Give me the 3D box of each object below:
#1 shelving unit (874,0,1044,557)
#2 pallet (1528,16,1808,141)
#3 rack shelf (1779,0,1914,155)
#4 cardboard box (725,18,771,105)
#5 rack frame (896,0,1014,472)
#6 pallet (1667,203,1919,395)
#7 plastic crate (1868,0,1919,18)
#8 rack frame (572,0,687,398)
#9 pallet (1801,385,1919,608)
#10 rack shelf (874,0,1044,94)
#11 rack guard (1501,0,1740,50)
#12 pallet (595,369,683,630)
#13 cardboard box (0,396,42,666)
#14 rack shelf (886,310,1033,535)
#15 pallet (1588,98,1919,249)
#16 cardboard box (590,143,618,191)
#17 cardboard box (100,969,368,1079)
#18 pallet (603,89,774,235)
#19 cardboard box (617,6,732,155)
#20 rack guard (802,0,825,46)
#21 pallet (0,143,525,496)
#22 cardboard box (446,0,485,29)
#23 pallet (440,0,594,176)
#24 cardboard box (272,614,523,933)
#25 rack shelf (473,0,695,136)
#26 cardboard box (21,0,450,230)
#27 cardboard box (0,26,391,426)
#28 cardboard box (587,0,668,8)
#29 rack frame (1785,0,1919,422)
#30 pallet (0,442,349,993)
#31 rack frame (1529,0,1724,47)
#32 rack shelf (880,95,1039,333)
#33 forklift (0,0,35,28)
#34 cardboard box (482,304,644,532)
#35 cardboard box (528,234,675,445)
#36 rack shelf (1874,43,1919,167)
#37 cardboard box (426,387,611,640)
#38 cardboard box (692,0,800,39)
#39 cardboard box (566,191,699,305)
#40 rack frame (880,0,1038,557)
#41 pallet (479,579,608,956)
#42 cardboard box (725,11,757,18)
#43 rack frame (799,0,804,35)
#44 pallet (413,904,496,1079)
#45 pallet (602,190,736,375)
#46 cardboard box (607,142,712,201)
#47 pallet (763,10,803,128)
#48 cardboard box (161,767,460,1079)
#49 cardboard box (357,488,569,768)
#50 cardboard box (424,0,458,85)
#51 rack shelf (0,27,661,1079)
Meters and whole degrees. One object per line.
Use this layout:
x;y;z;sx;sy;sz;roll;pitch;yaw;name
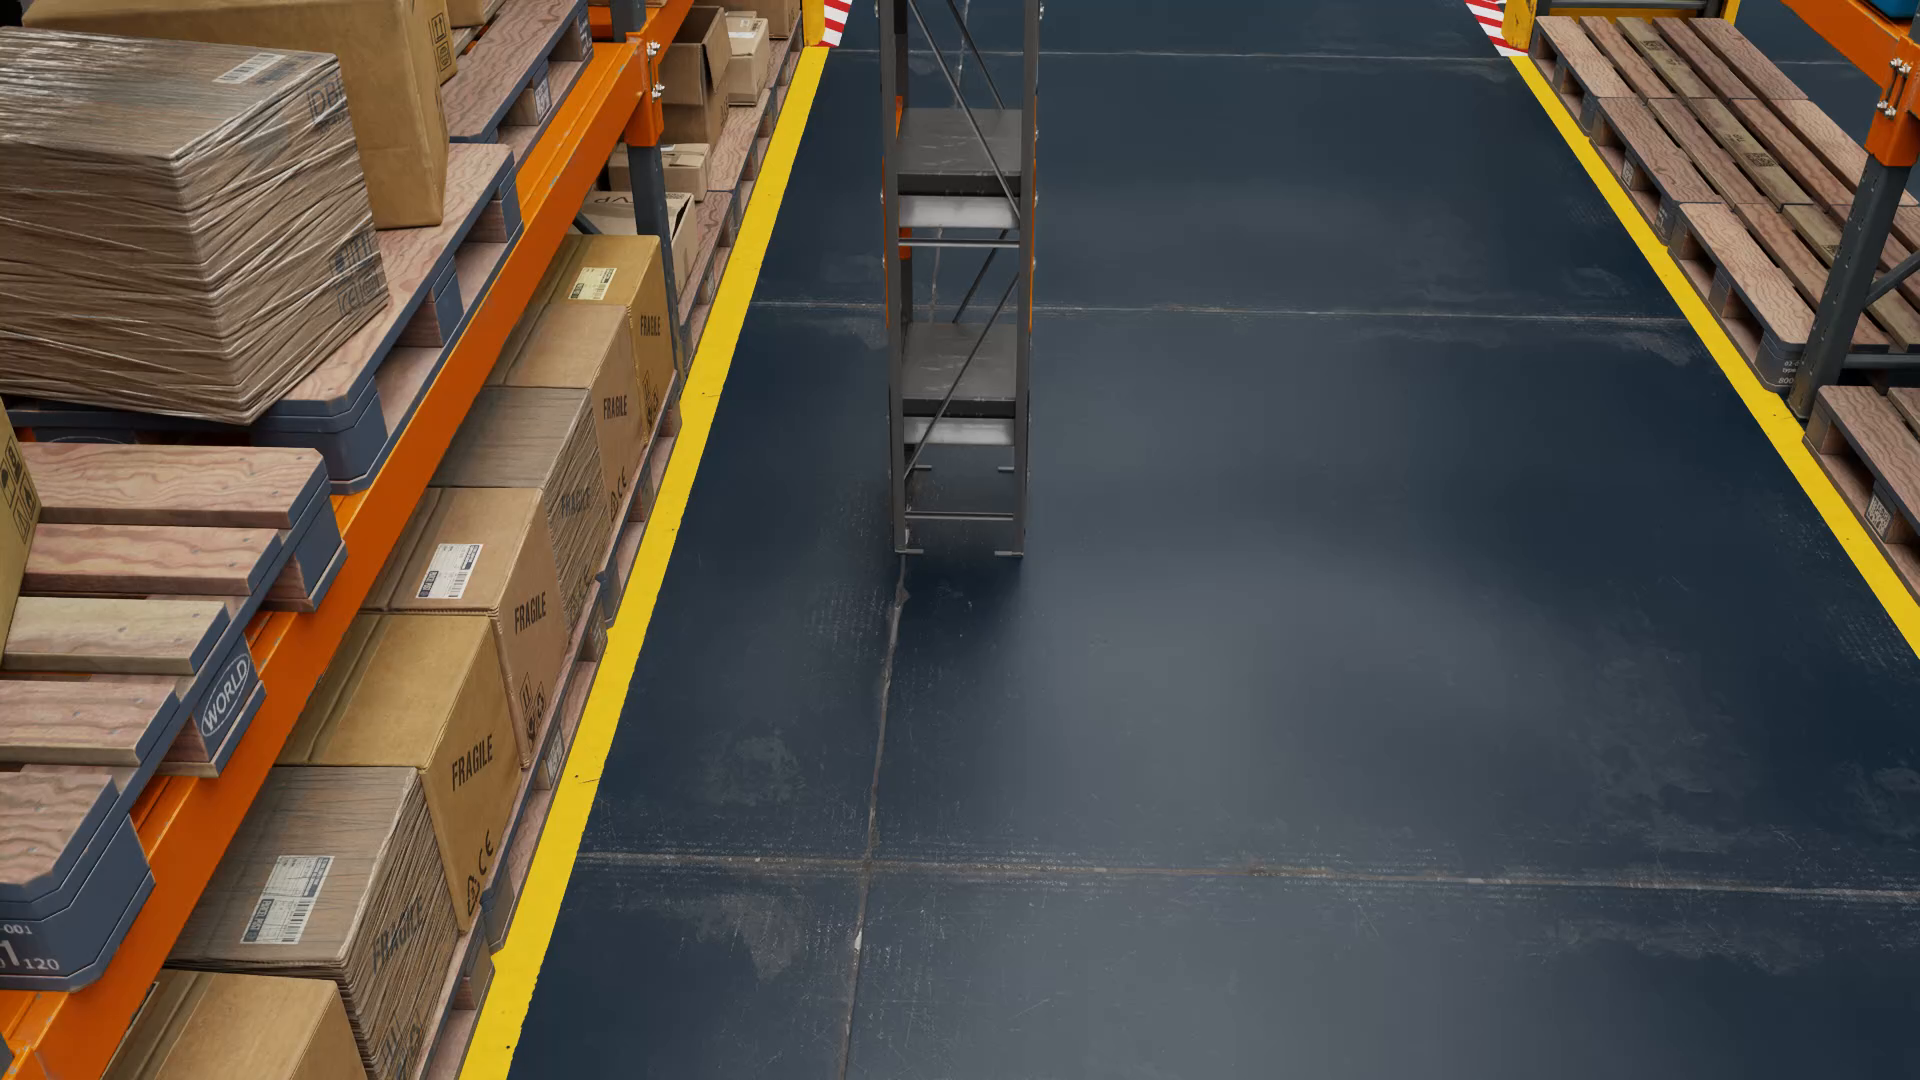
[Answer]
0.007;-0.954;4.782;0.431;2.100;0.503;1;35;2;shelving unit
3.536;-2.352;8.413;1.003;0.211;1.213;1;35;2;pallet
3.528;-2.522;6.856;1.077;0.370;4.000;1;35;2;rack shelf
-1.185;-2.274;7.886;0.500;0.250;0.500;1;35;2;cardboard box
0.016;-1.094;4.981;0.400;2.100;0.015;1;35;2;rack frame
3.438;-0.950;6.418;1.003;0.211;1.213;1;35;2;pallet
3.126;-1.962;5.394;0.392;0.384;0.575;1;35;2;plastic crate
-1.502;-1.784;5.180;1.000;3.000;0.127;1;35;2;rack frame
3.375;-0.084;5.186;1.003;0.211;1.213;1;35;2;pallet
0.007;-1.516;4.387;0.431;0.518;0.480;1;35;2;rack shelf
3.596;-2.957;9.023;1.175;0.500;0.348;1;35;2;rack guard
-1.496;-0.175;5.315;1.003;0.211;1.213;1;35;2;pallet
-1.750;-0.063;2.279;0.700;0.500;0.500;-10;36;-14;cardboard box
0.007;-0.370;5.192;0.431;0.518;0.480;1;35;2;rack shelf
3.485;-1.653;7.418;1.003;0.211;1.213;1;35;2;pallet
-1.732;-1.629;6.915;0.500;0.311;0.500;1;35;2;cardboard box
-1.358;1.102;2.865;0.500;0.500;0.500;3;35;4;cardboard box
-1.427;-1.740;7.543;1.003;0.211;1.213;1;35;2;pallet
-1.431;-2.022;7.307;0.797;0.503;0.637;1;35;2;cardboard box
-1.344;-3.016;9.106;1.175;0.500;0.348;1;35;2;rack guard
-1.589;-0.525;3.555;1.003;0.211;1.213;1;35;2;pallet
-1.744;-1.730;4.650;0.700;0.500;0.500;-10;36;-14;cardboard box
-1.643;-1.249;4.585;1.003;0.211;1.213;1;35;2;pallet
-1.318;0.513;3.703;0.500;0.500;0.500;1;35;1;cardboard box
-1.421;-2.639;7.022;1.077;0.370;4.000;1;35;2;rack shelf
-1.511;-0.980;3.584;0.700;0.500;0.500;-7;36;-10;cardboard box
-1.522;-0.584;3.020;0.700;0.500;0.500;8;36;11;cardboard box
-1.209;-2.111;5.559;0.500;0.500;0.500;2;35;3;cardboard box
3.448;-1.667;5.014;1.000;3.000;0.127;1;35;2;rack frame
-1.705;0.202;2.521;1.213;0.211;1.003;1;35;2;pallet
3.608;-3.966;8.284;1.000;3.000;0.127;1;35;2;rack frame
0.007;-0.943;4.789;0.431;0.518;0.480;1;35;2;rack shelf
-3.827;-1.733;5.166;1.130;2.935;3.031;7;36;10;forklift
-1.263;-0.367;4.955;0.500;0.500;0.500;1;35;2;cardboard box
-1.235;-0.651;5.359;0.500;0.500;0.500;1;35;2;cardboard box
3.367;-0.224;3.586;1.077;0.370;4.000;1;35;2;rack shelf
-1.284;-0.079;4.545;0.500;0.500;0.500;2;35;2;cardboard box
-1.117;-2.921;8.589;0.500;0.500;0.500;1;35;2;cardboard box
-1.269;-1.100;6.162;0.500;0.311;0.500;1;35;2;cardboard box
-0.003;-0.814;4.582;0.400;2.100;0.015;1;35;2;rack frame
-1.543;0.528;4.315;1.003;0.211;1.213;1;35;2;pallet
-1.223;-2.554;8.357;0.380;0.166;0.250;1;35;2;cardboard box
-1.341;-4.082;8.450;1.000;3.000;0.127;1;35;2;rack frame
-1.594;1.227;3.321;1.003;0.211;1.213;1;35;2;pallet
-1.473;-1.038;6.543;1.003;0.211;1.213;1;35;2;pallet
-1.244;-1.538;6.911;0.380;0.166;0.250;1;35;2;cardboard box
-1.375;-2.439;8.538;1.003;0.211;1.213;1;35;2;pallet
-1.343;0.801;3.293;0.500;0.500;0.500;0;35;0;cardboard box
-1.302;0.213;4.130;0.500;0.500;0.500;0;35;0;cardboard box
-1.708;-1.333;4.086;0.700;0.500;0.500;7;36;9;cardboard box
-1.582;-0.341;3.752;1.077;0.370;4.000;1;35;2;rack shelf
